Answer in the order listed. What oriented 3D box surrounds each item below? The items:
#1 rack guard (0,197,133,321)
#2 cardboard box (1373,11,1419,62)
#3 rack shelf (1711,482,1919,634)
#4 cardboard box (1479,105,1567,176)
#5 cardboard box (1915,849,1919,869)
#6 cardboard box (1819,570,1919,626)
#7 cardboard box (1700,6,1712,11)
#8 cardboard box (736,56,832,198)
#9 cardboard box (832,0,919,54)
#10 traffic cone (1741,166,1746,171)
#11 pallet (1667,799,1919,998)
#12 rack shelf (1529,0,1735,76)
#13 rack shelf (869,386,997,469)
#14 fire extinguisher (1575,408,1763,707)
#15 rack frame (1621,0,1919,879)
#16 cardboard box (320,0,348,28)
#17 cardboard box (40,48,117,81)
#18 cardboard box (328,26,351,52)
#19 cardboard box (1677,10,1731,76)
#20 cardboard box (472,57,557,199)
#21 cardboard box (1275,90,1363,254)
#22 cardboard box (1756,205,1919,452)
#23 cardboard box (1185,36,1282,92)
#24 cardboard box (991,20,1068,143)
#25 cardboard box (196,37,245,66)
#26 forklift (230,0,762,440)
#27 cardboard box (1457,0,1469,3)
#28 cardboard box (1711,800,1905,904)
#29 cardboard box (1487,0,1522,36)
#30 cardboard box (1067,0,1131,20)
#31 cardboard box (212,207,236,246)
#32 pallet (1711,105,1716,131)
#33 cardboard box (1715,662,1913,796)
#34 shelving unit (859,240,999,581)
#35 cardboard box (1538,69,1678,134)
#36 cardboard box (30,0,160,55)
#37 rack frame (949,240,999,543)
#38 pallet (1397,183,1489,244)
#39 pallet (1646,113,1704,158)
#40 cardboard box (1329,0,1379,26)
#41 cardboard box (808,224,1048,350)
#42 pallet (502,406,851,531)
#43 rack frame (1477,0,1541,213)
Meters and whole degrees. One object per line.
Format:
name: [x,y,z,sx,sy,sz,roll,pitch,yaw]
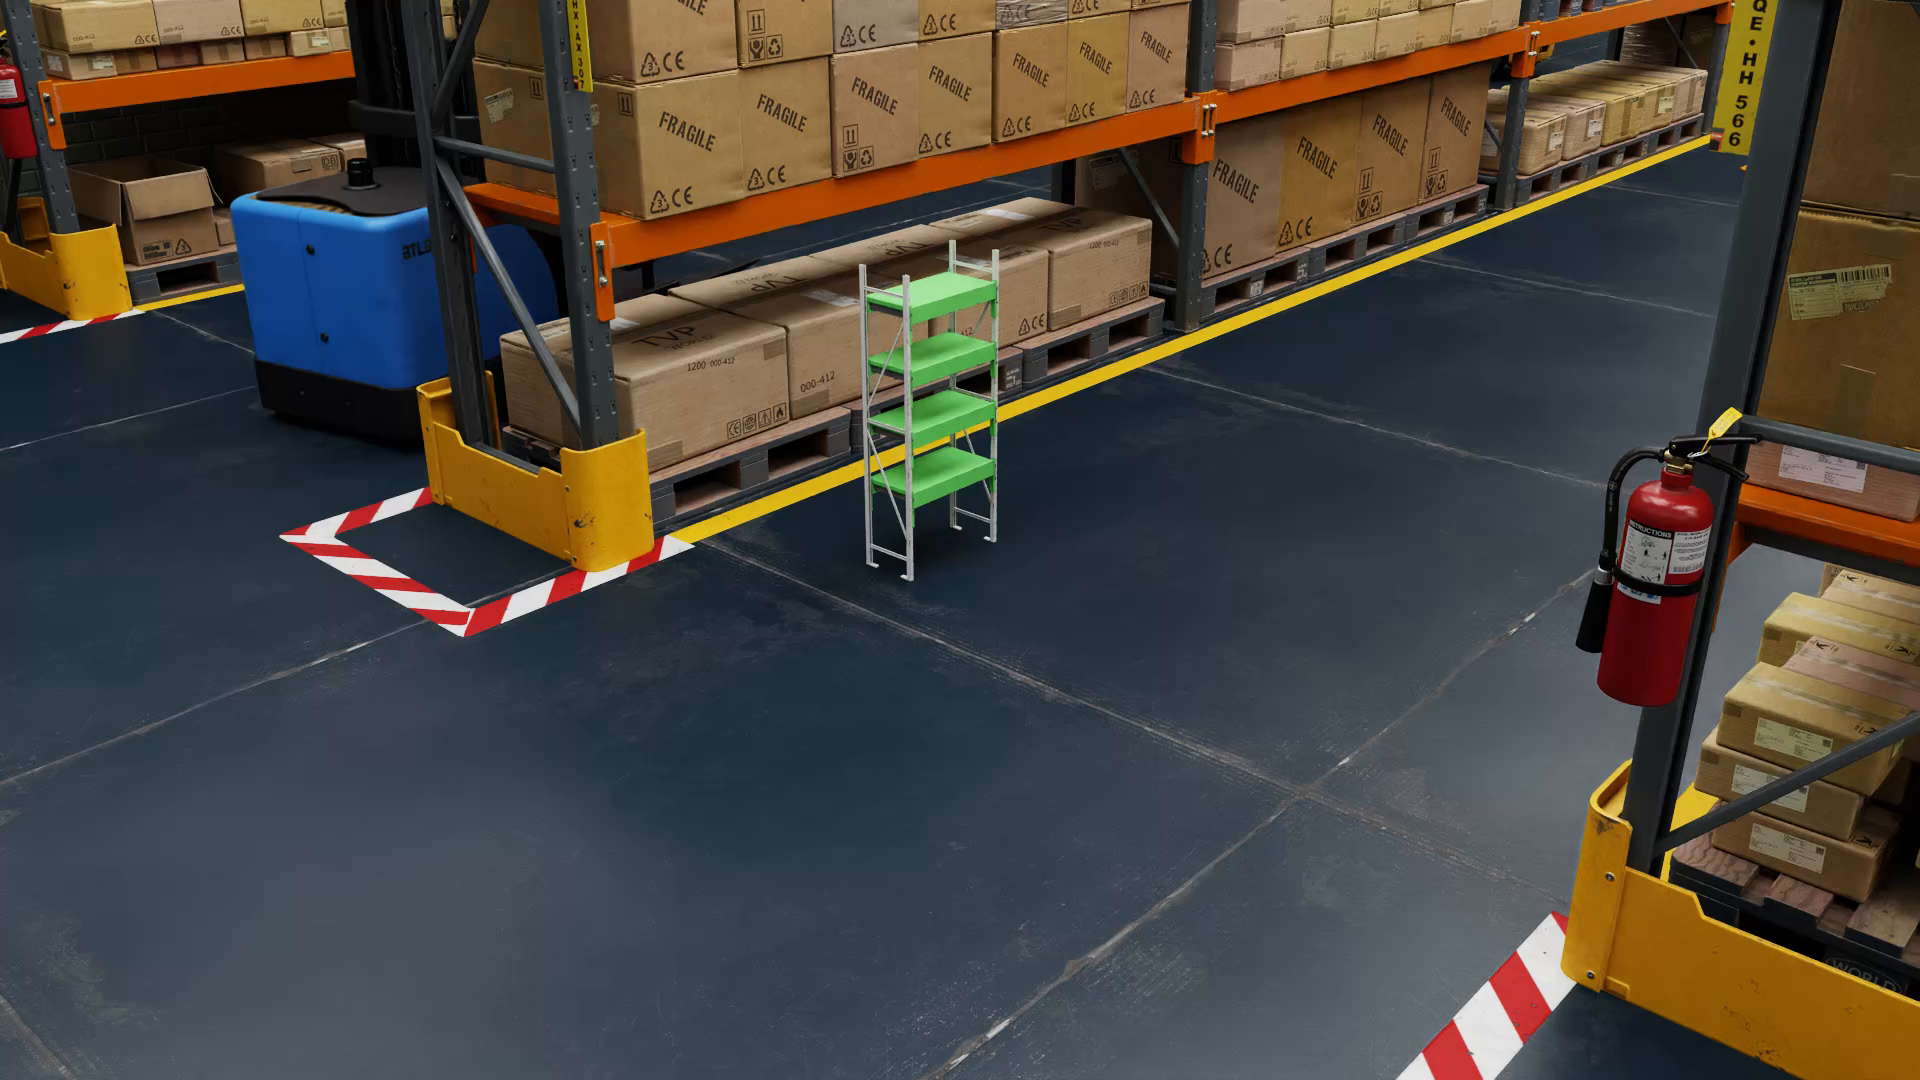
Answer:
rack guard: [-5.381,-1.687,9.901,1.175,0.500,0.348,20,31,38]
cardboard box: [2.466,-3.122,10.230,0.500,0.250,0.500,20,31,37]
rack shelf: [3.356,-0.410,4.878,1.077,0.370,4.000,20,31,38]
cardboard box: [3.991,-3.050,12.584,0.950,0.372,0.625,18,30,34]
cardboard box: [2.562,0.755,4.008,0.380,0.149,0.250,22,32,40]
cardboard box: [2.694,0.242,4.788,0.380,0.149,0.250,19,30,36]
cardboard box: [6.809,-4.794,15.708,0.500,0.500,0.500,21,31,38]
cardboard box: [-0.882,-1.725,6.810,0.500,0.500,0.500,20,31,37]
cardboard box: [-0.523,-2.339,6.956,0.500,0.500,0.500,20,31,37]
traffic cone: [6.491,-3.189,13.296,0.336,0.463,0.334,20,31,38]
pallet: [2.640,0.882,4.525,1.003,0.211,1.213,20,31,38]
rack shelf: [4.941,-4.169,13.260,1.077,0.370,4.000,20,31,38]
rack shelf: [-0.110,-0.439,6.418,0.258,0.148,0.480,20,31,38]
fire extinguisher: [1.509,0.027,3.574,0.296,0.674,0.183,20,31,38]
rack frame: [2.021,-0.129,3.372,1.000,3.000,0.127,20,31,38]
cardboard box: [-3.930,-3.407,10.502,0.500,0.250,0.500,19,30,36]
cardboard box: [-5.008,-2.715,9.446,0.380,0.149,0.250,20,31,37]
cardboard box: [-3.950,-3.180,10.482,0.380,0.149,0.250,21,32,39]
cardboard box: [6.871,-4.491,15.032,0.500,0.500,0.500,22,32,40]
cardboard box: [-1.608,-1.715,6.787,0.500,0.500,0.500,20,31,38]
cardboard box: [1.888,-2.379,10.473,0.875,0.875,0.875,21,32,39]
cardboard box: [2.129,-0.518,3.753,0.500,0.500,0.500,21,32,39]
cardboard box: [1.427,-2.662,9.205,0.500,0.250,0.500,19,31,36]
cardboard box: [0.154,-2.188,7.841,0.500,0.500,0.500,20,31,37]
cardboard box: [-4.509,-2.955,9.981,0.380,0.149,0.250,21,32,39]
forklift: [-2.219,-2.359,8.429,1.130,2.935,3.031,13,27,26]
cardboard box: [3.133,-3.673,10.848,0.500,0.250,0.500,19,30,36]
cardboard box: [2.217,0.763,4.354,0.380,0.149,0.250,21,31,38]
cardboard box: [3.462,-3.594,11.283,0.500,0.250,0.500,19,30,36]
cardboard box: [0.483,-2.799,7.982,0.500,0.500,0.500,20,31,37]
cardboard box: [-4.640,-1.974,10.459,0.380,0.149,0.250,19,30,36]
pallet: [6.698,-4.048,15.521,1.003,0.211,1.213,20,31,38]
cardboard box: [2.186,0.478,4.262,0.380,0.149,0.250,21,31,38]
shelving unit: [-0.110,-0.497,6.392,0.258,1.200,0.503,20,31,38]
cardboard box: [5.451,-3.718,14.075,0.625,0.372,0.950,-22,32,-40]
cardboard box: [-4.928,-2.936,9.452,0.500,0.250,0.500,20,31,38]
rack frame: [0.052,-0.571,6.558,0.240,1.200,0.015,20,31,38]
pallet: [3.024,-2.396,11.835,1.003,0.211,1.213,20,31,38]
pallet: [5.758,-3.596,14.513,1.003,0.211,1.213,20,31,38]
cardboard box: [2.124,-3.199,9.790,0.500,0.250,0.500,21,31,38]
cardboard box: [-0.159,-1.256,8.504,0.875,0.438,0.875,19,30,36]
pallet: [-1.257,-0.443,7.480,1.003,0.211,1.213,20,31,38]
rack frame: [3.607,-3.888,11.754,1.000,3.000,0.127,20,31,38]
